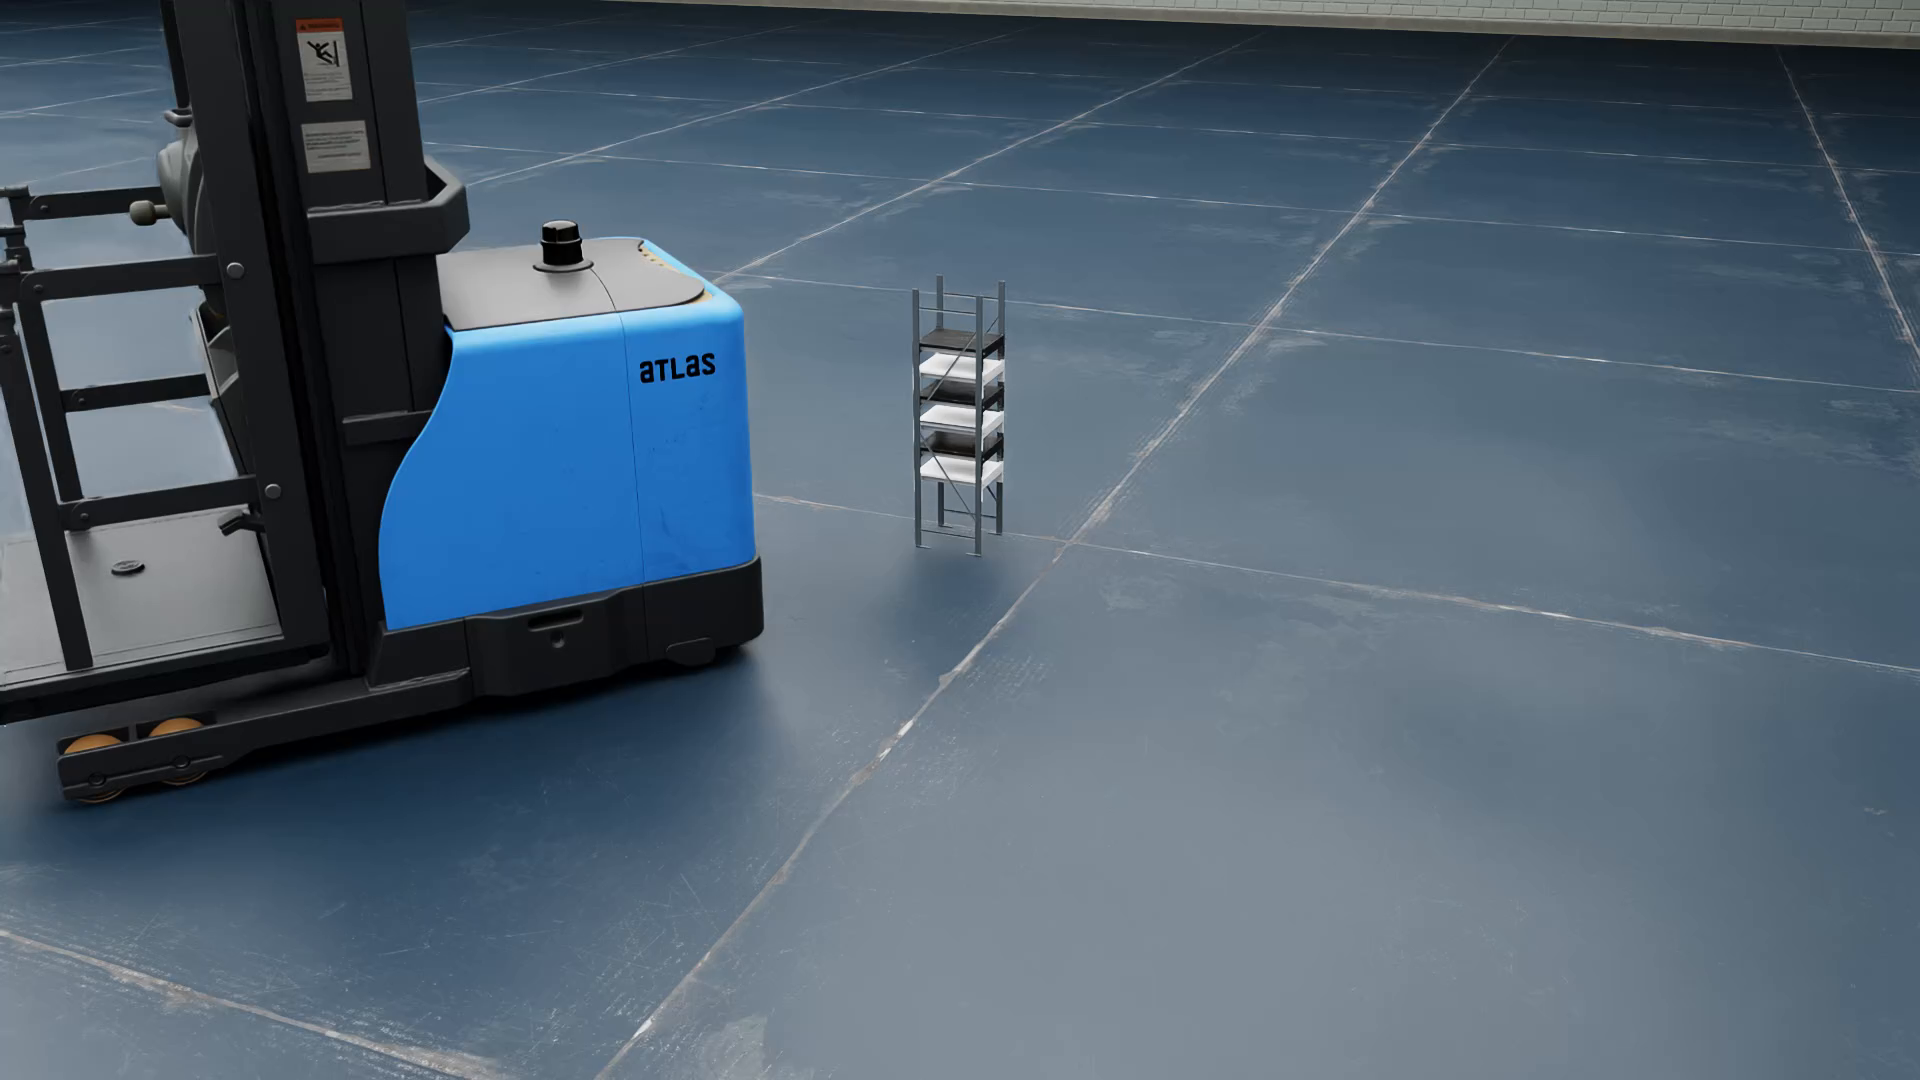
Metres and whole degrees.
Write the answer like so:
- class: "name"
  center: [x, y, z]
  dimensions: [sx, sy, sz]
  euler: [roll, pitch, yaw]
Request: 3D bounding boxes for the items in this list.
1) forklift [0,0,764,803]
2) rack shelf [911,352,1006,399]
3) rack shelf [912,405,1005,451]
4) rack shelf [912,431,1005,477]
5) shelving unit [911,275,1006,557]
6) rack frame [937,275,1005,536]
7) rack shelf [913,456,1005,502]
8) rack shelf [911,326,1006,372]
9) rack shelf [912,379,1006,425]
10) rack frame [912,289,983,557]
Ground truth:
- class: "forklift"
  center: [-2.136, -0.926, 4.163]
  dimensions: [3.031, 2.935, 1.130]
  euler: [-11, 25, -24]
- class: "rack shelf"
  center: [-0.003, -0.548, 5.513]
  dimensions: [0.258, 0.077, 0.200]
  euler: [9, 24, 20]
- class: "rack shelf"
  center: [-0.003, -0.382, 5.582]
  dimensions: [0.258, 0.077, 0.200]
  euler: [9, 24, 20]
- class: "rack shelf"
  center: [-0.003, -0.299, 5.617]
  dimensions: [0.258, 0.077, 0.200]
  euler: [9, 24, 20]
- class: "shelving unit"
  center: [-0.003, -0.412, 5.570]
  dimensions: [0.258, 0.900, 0.210]
  euler: [9, 24, 20]
- class: "rack frame"
  center: [0.035, -0.449, 5.657]
  dimensions: [0.240, 0.900, 0.006]
  euler: [9, 24, 20]
- class: "rack shelf"
  center: [-0.003, -0.215, 5.652]
  dimensions: [0.258, 0.077, 0.200]
  euler: [9, 24, 20]
- class: "rack shelf"
  center: [-0.003, -0.631, 5.478]
  dimensions: [0.258, 0.077, 0.200]
  euler: [9, 24, 20]
- class: "rack shelf"
  center: [-0.003, -0.465, 5.548]
  dimensions: [0.258, 0.077, 0.200]
  euler: [9, 24, 20]
- class: "rack frame"
  center: [-0.041, -0.376, 5.483]
  dimensions: [0.240, 0.900, 0.006]
  euler: [9, 24, 20]
